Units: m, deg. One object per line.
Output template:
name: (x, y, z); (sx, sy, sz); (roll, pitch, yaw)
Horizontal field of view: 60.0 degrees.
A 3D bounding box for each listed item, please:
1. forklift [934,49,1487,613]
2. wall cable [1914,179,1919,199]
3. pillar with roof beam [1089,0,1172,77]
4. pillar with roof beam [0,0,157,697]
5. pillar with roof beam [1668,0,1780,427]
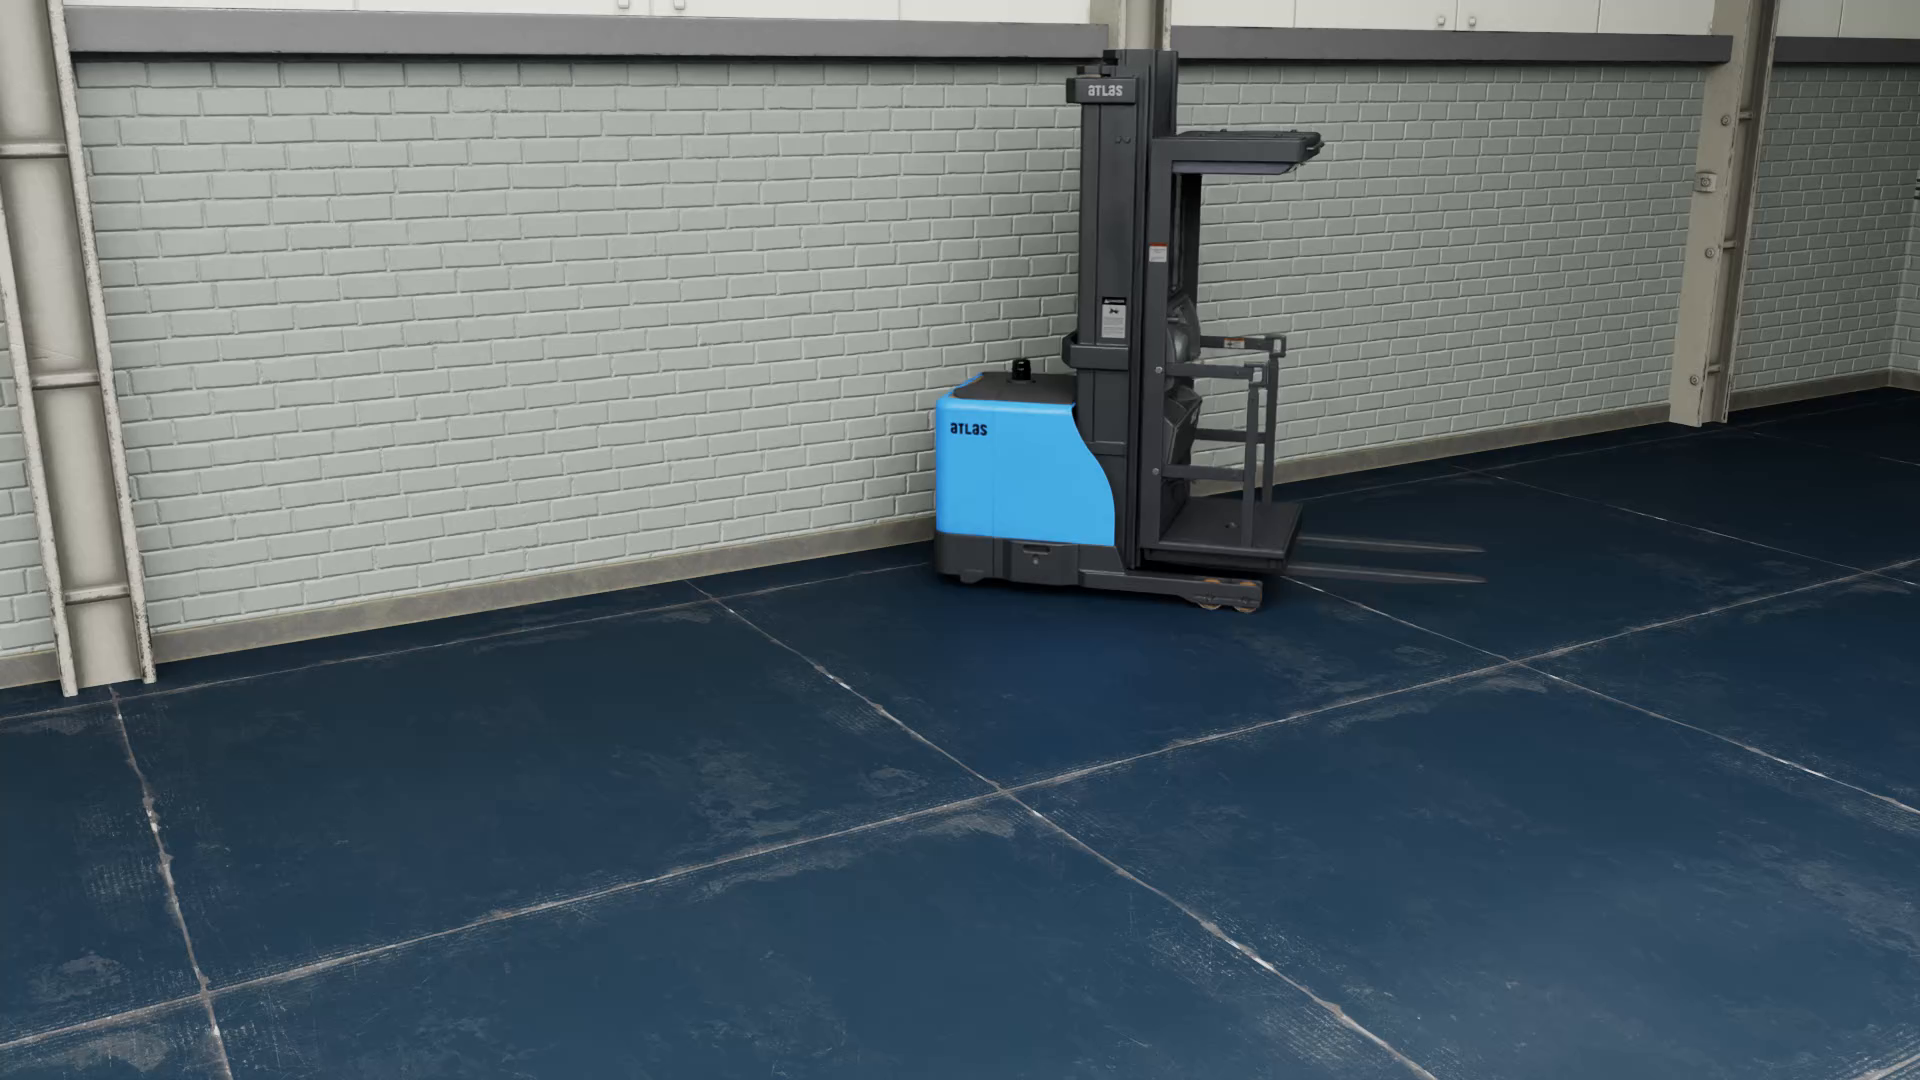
forklift: (1.425, -1.176, 9.174); (3.031, 2.935, 1.130); (5, 16, 16)
wall cable: (9.389, -3.937, 13.537); (0.112, 2.526, 3.097); (-9, 18, -30)
pillar with roof beam: (3.257, -3.499, 6.220); (0.400, 9.000, 9.100); (-9, 18, -30)
pillar with roof beam: (-1.887, -2.665, 3.244); (0.400, 9.000, 9.100); (-9, 18, -30)
pillar with roof beam: (8.400, -4.333, 9.195); (0.400, 9.000, 9.100); (-9, 18, -30)
